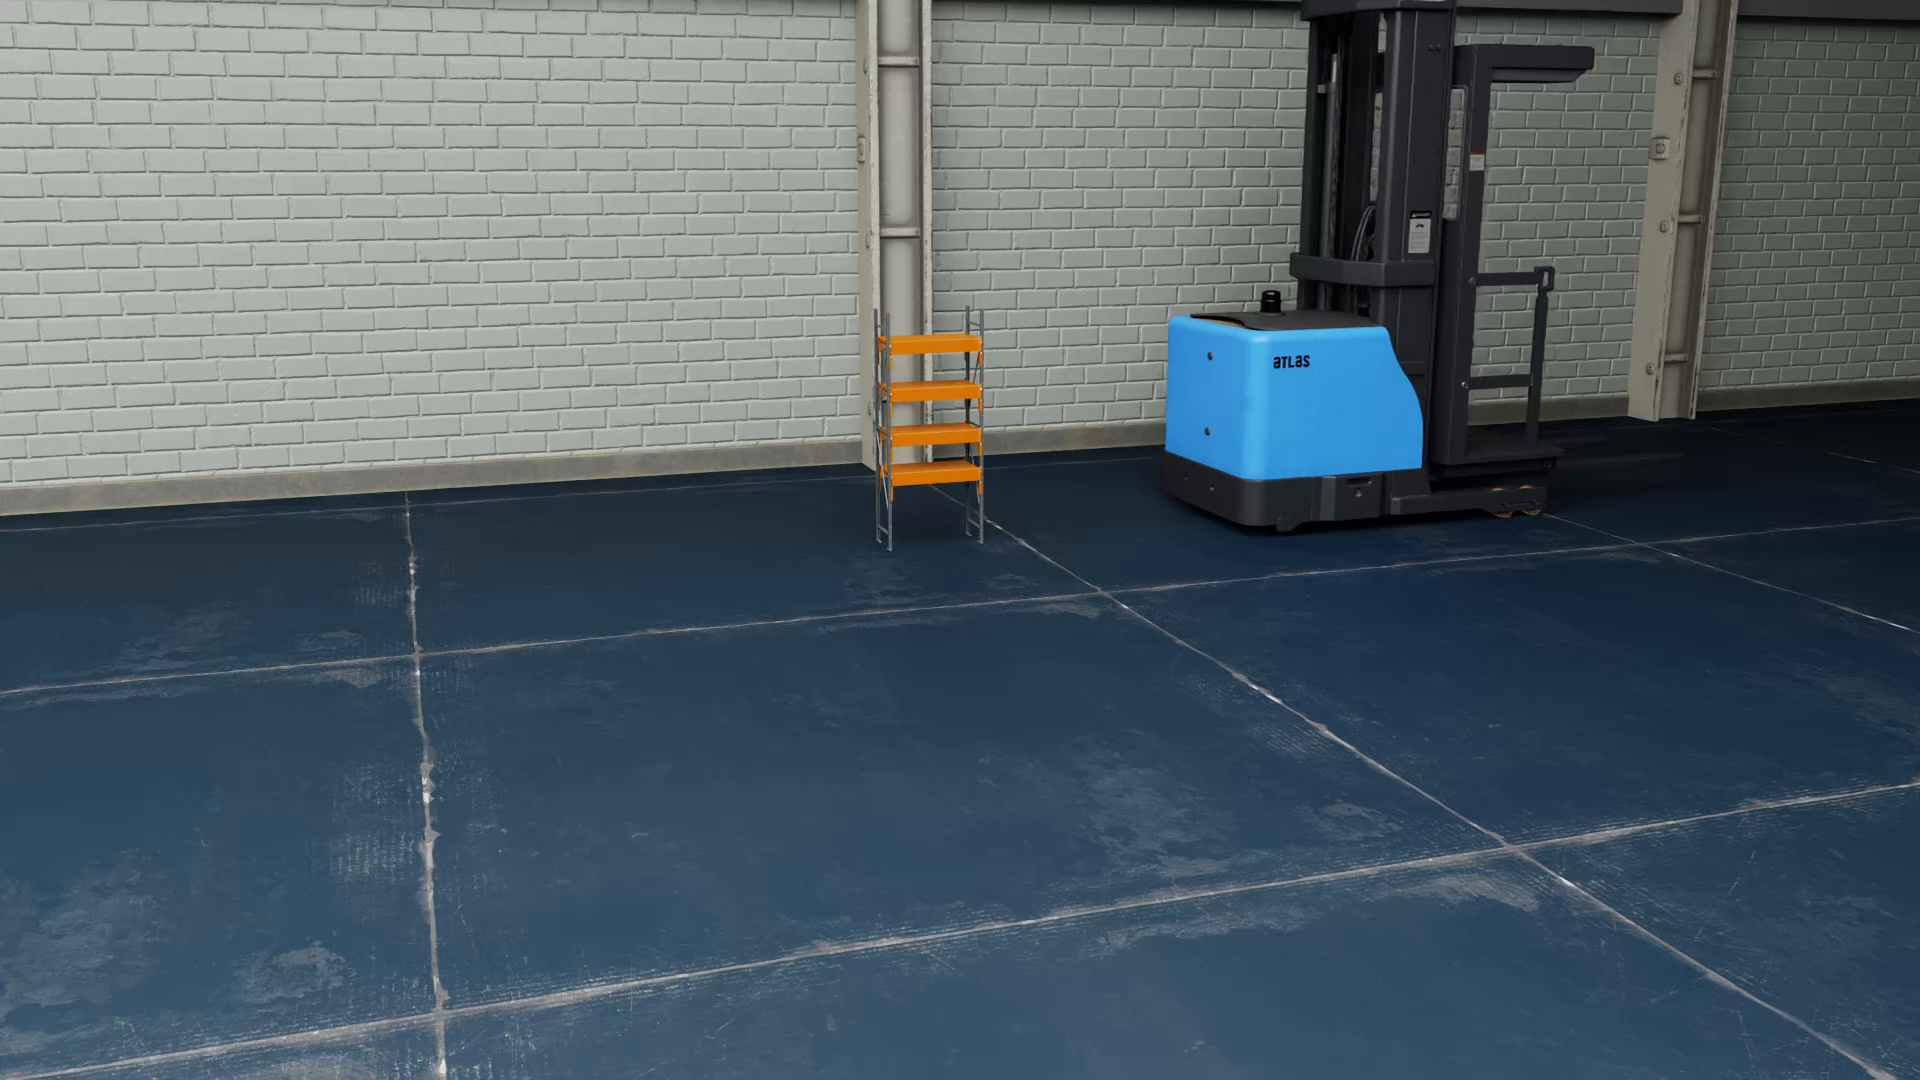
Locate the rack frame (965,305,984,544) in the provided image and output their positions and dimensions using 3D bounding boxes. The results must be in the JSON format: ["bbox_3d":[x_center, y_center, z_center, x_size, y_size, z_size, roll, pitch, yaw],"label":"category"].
[{"bbox_3d":[0.074,-0.590,8.528,0.015,1.200,0.240,-4,14,-18],"label":"rack frame"}]

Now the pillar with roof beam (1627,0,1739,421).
[{"bbox_3d":[6.656,-4.363,7.539,0.400,9.000,9.100,-4,14,-18],"label":"pillar with roof beam"}]

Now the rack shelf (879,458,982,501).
[{"bbox_3d":[-0.157,-0.313,8.514,0.480,0.148,0.258,-4,14,-18],"label":"rack shelf"}]

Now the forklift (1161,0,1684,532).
[{"bbox_3d":[2.722,-1.656,9.269,3.031,2.935,1.130,-5,14,-20],"label":"forklift"}]

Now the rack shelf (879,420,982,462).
[{"bbox_3d":[-0.157,-0.506,8.468,0.480,0.148,0.258,-4,14,-18],"label":"rack shelf"}]

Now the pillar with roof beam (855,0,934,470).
[{"bbox_3d":[0.970,-3.920,5.677,0.400,9.000,9.100,-4,14,-18],"label":"pillar with roof beam"}]

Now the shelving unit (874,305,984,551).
[{"bbox_3d":[-0.157,-0.571,8.453,0.503,1.200,0.258,-4,14,-18],"label":"shelving unit"}]

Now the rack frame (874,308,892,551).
[{"bbox_3d":[-0.388,-0.553,8.377,0.015,1.200,0.240,-4,14,-18],"label":"rack frame"}]

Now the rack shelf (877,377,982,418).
[{"bbox_3d":[-0.157,-0.724,8.416,0.480,0.148,0.258,-4,14,-18],"label":"rack shelf"}]

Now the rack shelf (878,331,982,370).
[{"bbox_3d":[-0.157,-0.954,8.362,0.480,0.148,0.258,-4,14,-18],"label":"rack shelf"}]
